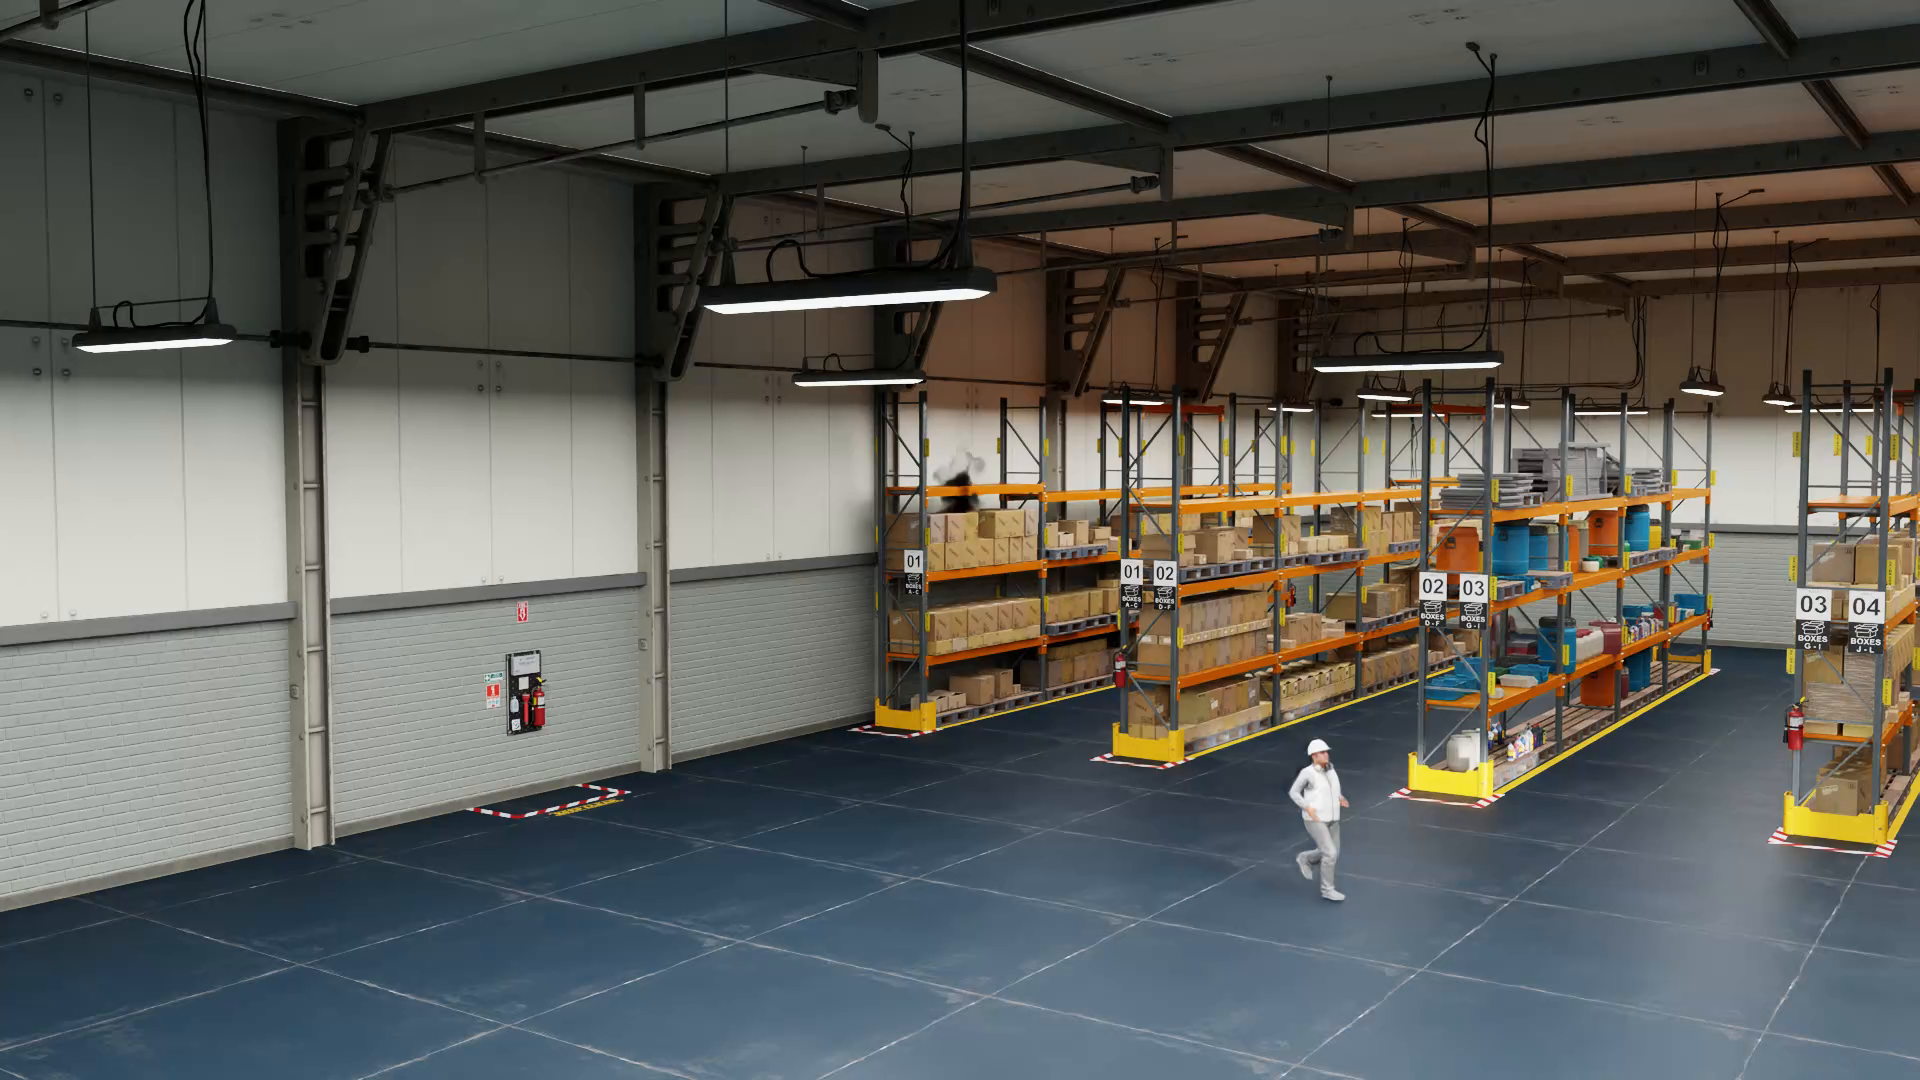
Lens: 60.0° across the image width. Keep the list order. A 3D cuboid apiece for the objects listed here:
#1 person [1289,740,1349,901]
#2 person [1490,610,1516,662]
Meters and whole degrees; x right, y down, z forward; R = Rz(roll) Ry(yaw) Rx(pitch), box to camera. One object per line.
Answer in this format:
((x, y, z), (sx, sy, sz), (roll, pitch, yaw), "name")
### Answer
((4.011, 3.102, 18.582), (0.668, 1.739, 0.803), (-2, 4, -35), "person")
((11.210, 2.199, 34.590), (0.669, 1.849, 0.835), (1, 3, 19), "person")
